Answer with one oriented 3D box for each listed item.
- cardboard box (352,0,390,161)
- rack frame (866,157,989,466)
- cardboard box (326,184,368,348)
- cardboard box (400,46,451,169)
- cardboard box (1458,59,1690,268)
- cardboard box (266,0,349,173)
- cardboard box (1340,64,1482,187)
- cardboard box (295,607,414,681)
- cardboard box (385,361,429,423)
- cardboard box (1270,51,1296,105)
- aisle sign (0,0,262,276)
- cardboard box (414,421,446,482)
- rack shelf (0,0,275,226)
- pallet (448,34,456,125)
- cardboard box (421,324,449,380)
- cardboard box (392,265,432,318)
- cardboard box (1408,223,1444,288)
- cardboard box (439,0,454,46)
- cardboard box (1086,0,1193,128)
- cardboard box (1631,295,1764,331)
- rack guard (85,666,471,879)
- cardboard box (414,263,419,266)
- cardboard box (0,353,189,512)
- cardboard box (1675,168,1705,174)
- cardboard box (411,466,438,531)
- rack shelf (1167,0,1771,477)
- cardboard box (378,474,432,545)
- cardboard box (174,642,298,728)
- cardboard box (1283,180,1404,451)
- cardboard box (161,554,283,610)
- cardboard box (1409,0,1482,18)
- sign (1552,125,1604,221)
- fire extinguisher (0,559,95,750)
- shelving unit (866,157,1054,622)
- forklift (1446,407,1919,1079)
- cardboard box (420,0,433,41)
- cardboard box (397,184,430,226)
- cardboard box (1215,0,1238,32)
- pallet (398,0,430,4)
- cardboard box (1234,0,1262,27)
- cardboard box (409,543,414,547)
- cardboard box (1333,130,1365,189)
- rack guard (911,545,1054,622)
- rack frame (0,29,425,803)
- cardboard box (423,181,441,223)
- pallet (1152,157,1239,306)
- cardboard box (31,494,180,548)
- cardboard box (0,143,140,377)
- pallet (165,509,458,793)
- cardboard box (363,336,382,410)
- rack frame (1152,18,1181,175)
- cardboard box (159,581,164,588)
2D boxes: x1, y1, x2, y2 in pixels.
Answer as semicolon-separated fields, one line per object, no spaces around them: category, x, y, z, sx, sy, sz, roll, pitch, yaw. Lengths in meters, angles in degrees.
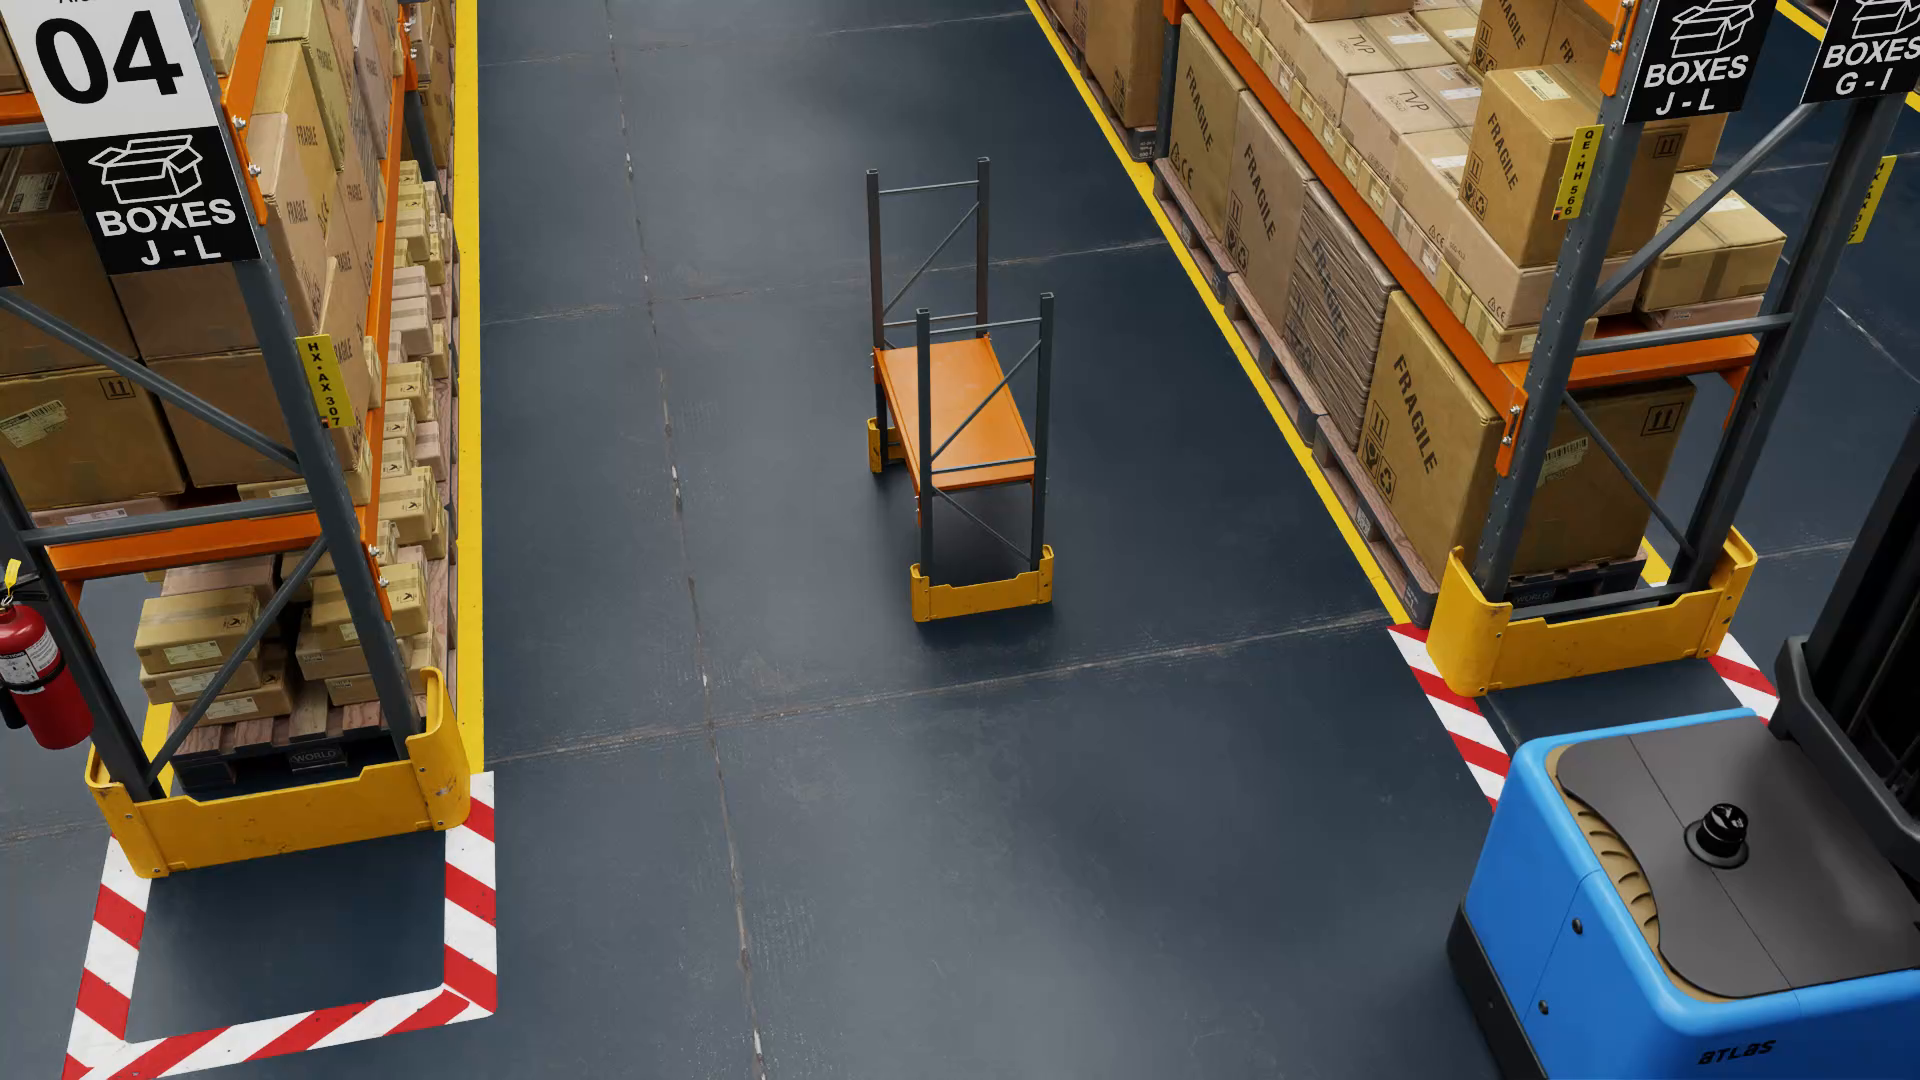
cardboard box;-2.649;-1.867;6.794;0.500;0.500;0.500;-9;42;-10
rack frame;-0.128;-0.946;7.186;0.500;1.500;0.032;-8;42;-9
cardboard box;-2.350;-0.880;5.682;0.500;0.500;0.500;-8;42;-9
cardboard box;-3.147;-2.390;9.249;0.500;0.500;0.500;-7;42;-8
cardboard box;2.120;-1.316;5.797;0.500;0.500;0.500;-8;42;-9
cardboard box;-2.426;-1.576;5.713;0.500;0.500;0.500;-9;42;-10
cardboard box;1.899;-1.693;6.786;0.500;0.250;0.500;-10;43;-11
cardboard box;-2.245;0.364;6.187;0.380;0.149;0.250;-7;42;-7
cardboard box;-2.467;-0.609;7.060;0.380;0.149;0.250;-8;42;-9
cardboard box;1.638;-2.122;7.570;0.380;0.149;0.250;-8;42;-9
aisle sign;-2.074;-1.025;4.187;0.394;0.787;0.004;-8;42;-9
cardboard box;-2.445;-0.359;7.226;0.380;0.149;0.250;-10;43;-11
rack shelf;-2.814;-2.207;5.759;1.077;0.370;4.000;-8;42;-9
pallet;-3.682;-2.904;10.363;1.003;0.211;1.213;-8;42;-9
cardboard box;-2.605;-0.865;7.796;0.380;0.149;0.250;-8;42;-9
cardboard box;-2.632;-1.108;7.622;0.380;0.149;0.250;-10;43;-11
cardboard box;1.973;-1.124;6.446;0.380;0.149;0.250;-8;42;-9
cardboard box;-3.474;-3.399;10.386;0.500;0.500;0.500;-10;43;-11
cardboard box;1.461;-3.070;9.733;1.225;0.875;0.875;-8;42;-9
cardboard box;2.728;-0.886;6.178;0.380;0.149;0.250;-8;42;-9
rack guard;-2.399;0.828;5.941;1.175;0.500;0.348;-8;42;-9
cardboard box;-2.764;-1.172;7.918;0.380;0.149;0.250;-8;42;-9
cardboard box;-2.731;-0.461;5.210;0.500;0.500;0.500;-8;42;-8
cardboard box;2.524;-1.444;6.506;0.500;0.250;0.500;-9;42;-10
cardboard box;-2.338;-0.149;6.766;0.380;0.149;0.250;-7;42;-8
rack shelf;2.050;-1.730;7.481;1.077;0.370;4.000;-8;42;-9
cardboard box;-2.270;-0.102;6.489;0.380;0.149;0.250;-8;42;-9
cardboard box;-2.700;0.540;6.213;0.380;0.149;0.250;-8;42;-9
cardboard box;2.070;-1.058;7.467;0.875;0.875;0.875;-8;42;-9
cardboard box;-2.743;0.151;6.203;0.380;0.149;0.250;-8;42;-8
cardboard box;2.195;-2.436;7.624;0.500;0.250;0.500;-8;42;-8
sign;1.949;-1.156;5.242;0.100;0.325;0.005;-8;42;-9
fire extinguisher;-2.779;0.340;4.946;0.296;0.674;0.183;-8;42;-9
shelving unit;-0.016;-0.610;6.808;0.587;1.500;1.083;-8;42;-9
forklift;3.202;0.440;4.546;3.031;2.935;1.130;-7;42;-8
cardboard box;-3.265;-3.015;9.388;0.500;0.250;0.500;-7;42;-8
cardboard box;-2.821;-1.610;8.188;0.380;0.149;0.250;-8;42;-9
cardboard box;1.472;-2.621;8.133;0.380;0.149;0.250;-7;42;-8
pallet;-3.269;-3.095;8.621;1.003;0.211;1.213;-8;42;-9
cardboard box;1.567;-2.685;7.905;0.500;0.250;0.500;-9;42;-9
cardboard box;-2.380;0.148;6.655;0.380;0.149;0.250;-8;42;-9
cardboard box;1.805;-1.622;7.007;0.380;0.149;0.250;-8;42;-9
rack guard;0.091;0.180;6.859;0.587;0.250;0.087;-8;42;-9
rack frame;-2.383;-0.057;5.055;1.000;3.000;0.127;-8;42;-9
cardboard box;-2.868;-1.694;8.506;0.380;0.149;0.250;-8;42;-8
pallet;1.707;-1.749;9.061;1.003;0.211;1.213;-8;42;-9
cardboard box;-2.729;-0.134;5.331;0.380;0.149;0.250;-8;42;-9
cardboard box;-2.724;-0.841;4.885;0.500;0.500;0.500;-9;42;-10
pallet;-2.540;0.404;6.635;1.003;0.211;1.213;-8;42;-9
cardboard box;-2.234;-0.562;5.812;0.380;0.149;0.250;-9;42;-11
rack frame;1.619;-3.295;8.703;1.000;3.000;0.127;-8;42;-9
cardboard box;-2.889;0.103;6.482;0.380;0.149;0.250;-10;43;-11
